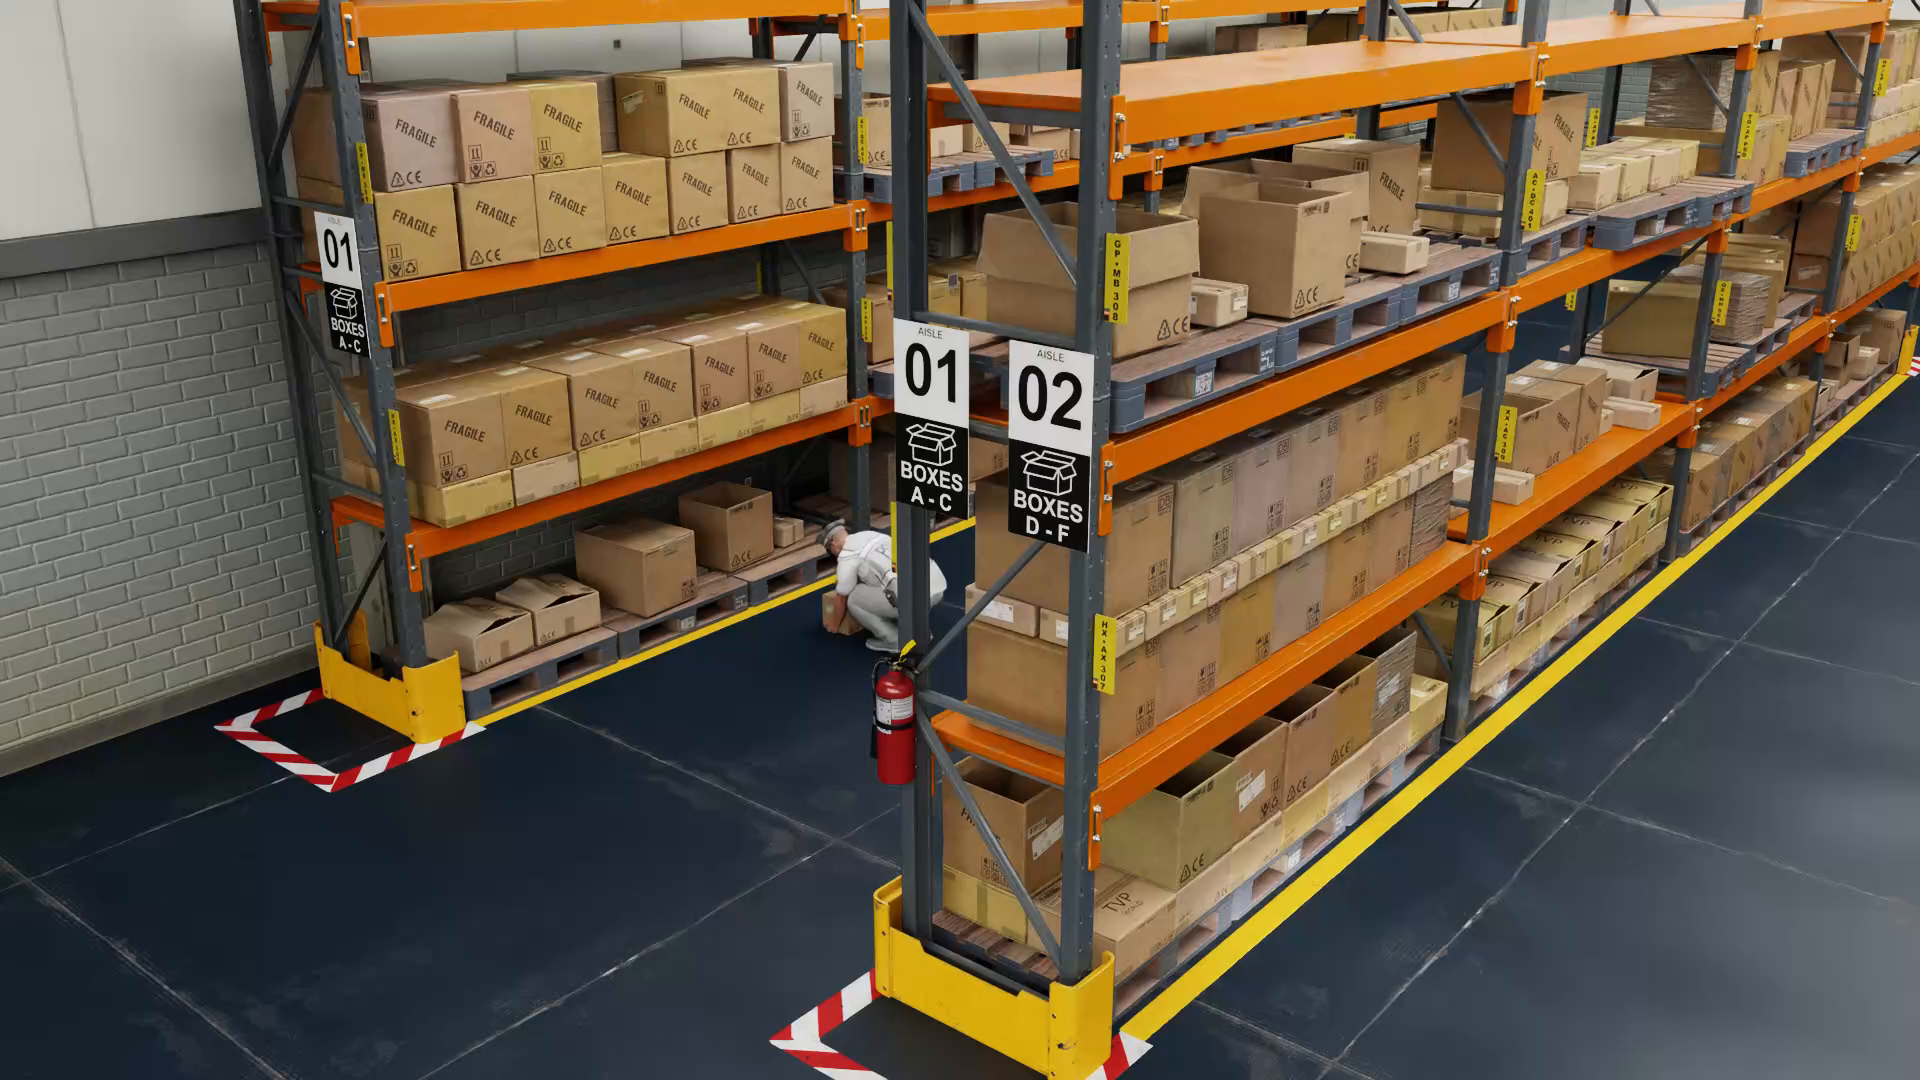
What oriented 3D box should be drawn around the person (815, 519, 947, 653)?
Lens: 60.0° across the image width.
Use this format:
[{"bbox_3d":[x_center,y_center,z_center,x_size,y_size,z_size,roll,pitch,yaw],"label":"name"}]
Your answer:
[{"bbox_3d":[-0.566,0.342,11.607,0.995,0.891,0.540,15,25,36],"label":"person"}]
